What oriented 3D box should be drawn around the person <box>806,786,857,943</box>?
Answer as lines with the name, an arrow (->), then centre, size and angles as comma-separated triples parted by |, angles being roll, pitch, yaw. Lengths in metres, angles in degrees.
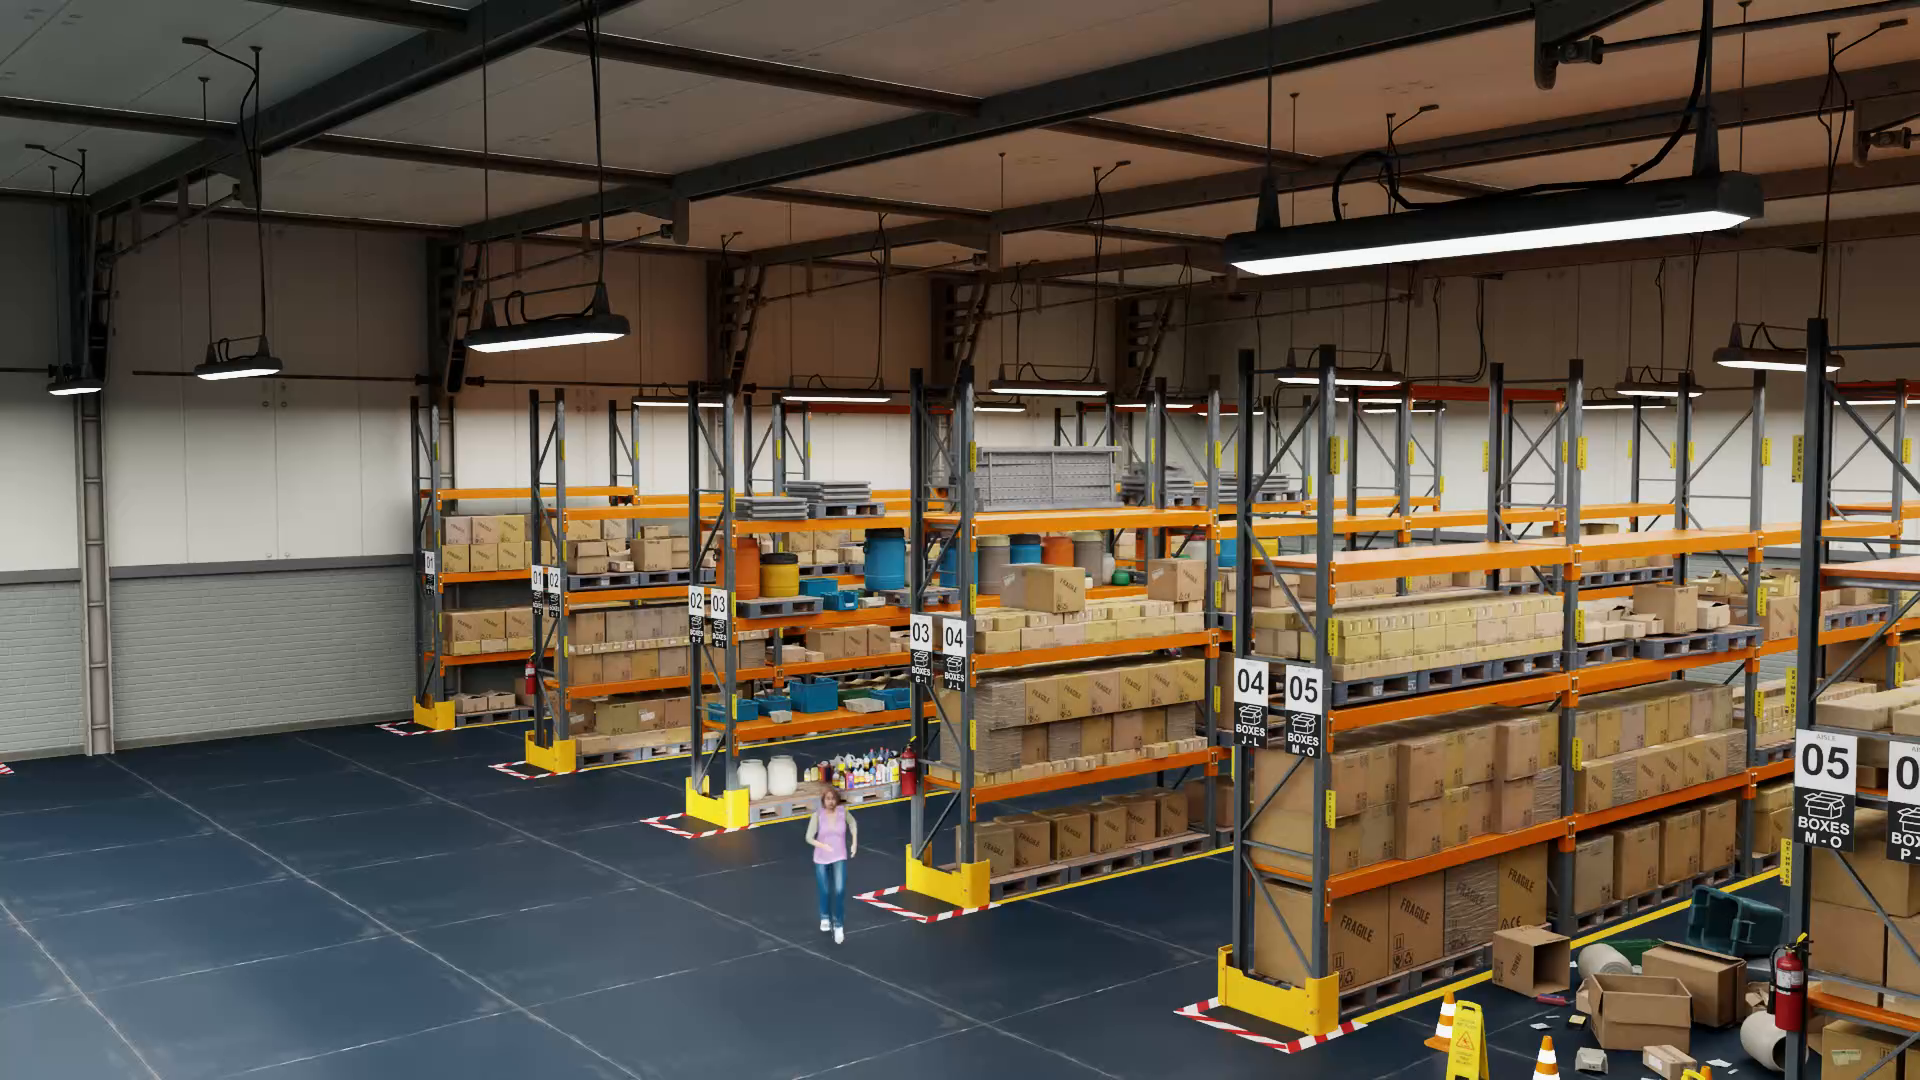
person -> -1.328, 3.369, 17.247 | 0.550, 1.658, 0.696 | -1, 3, -9
